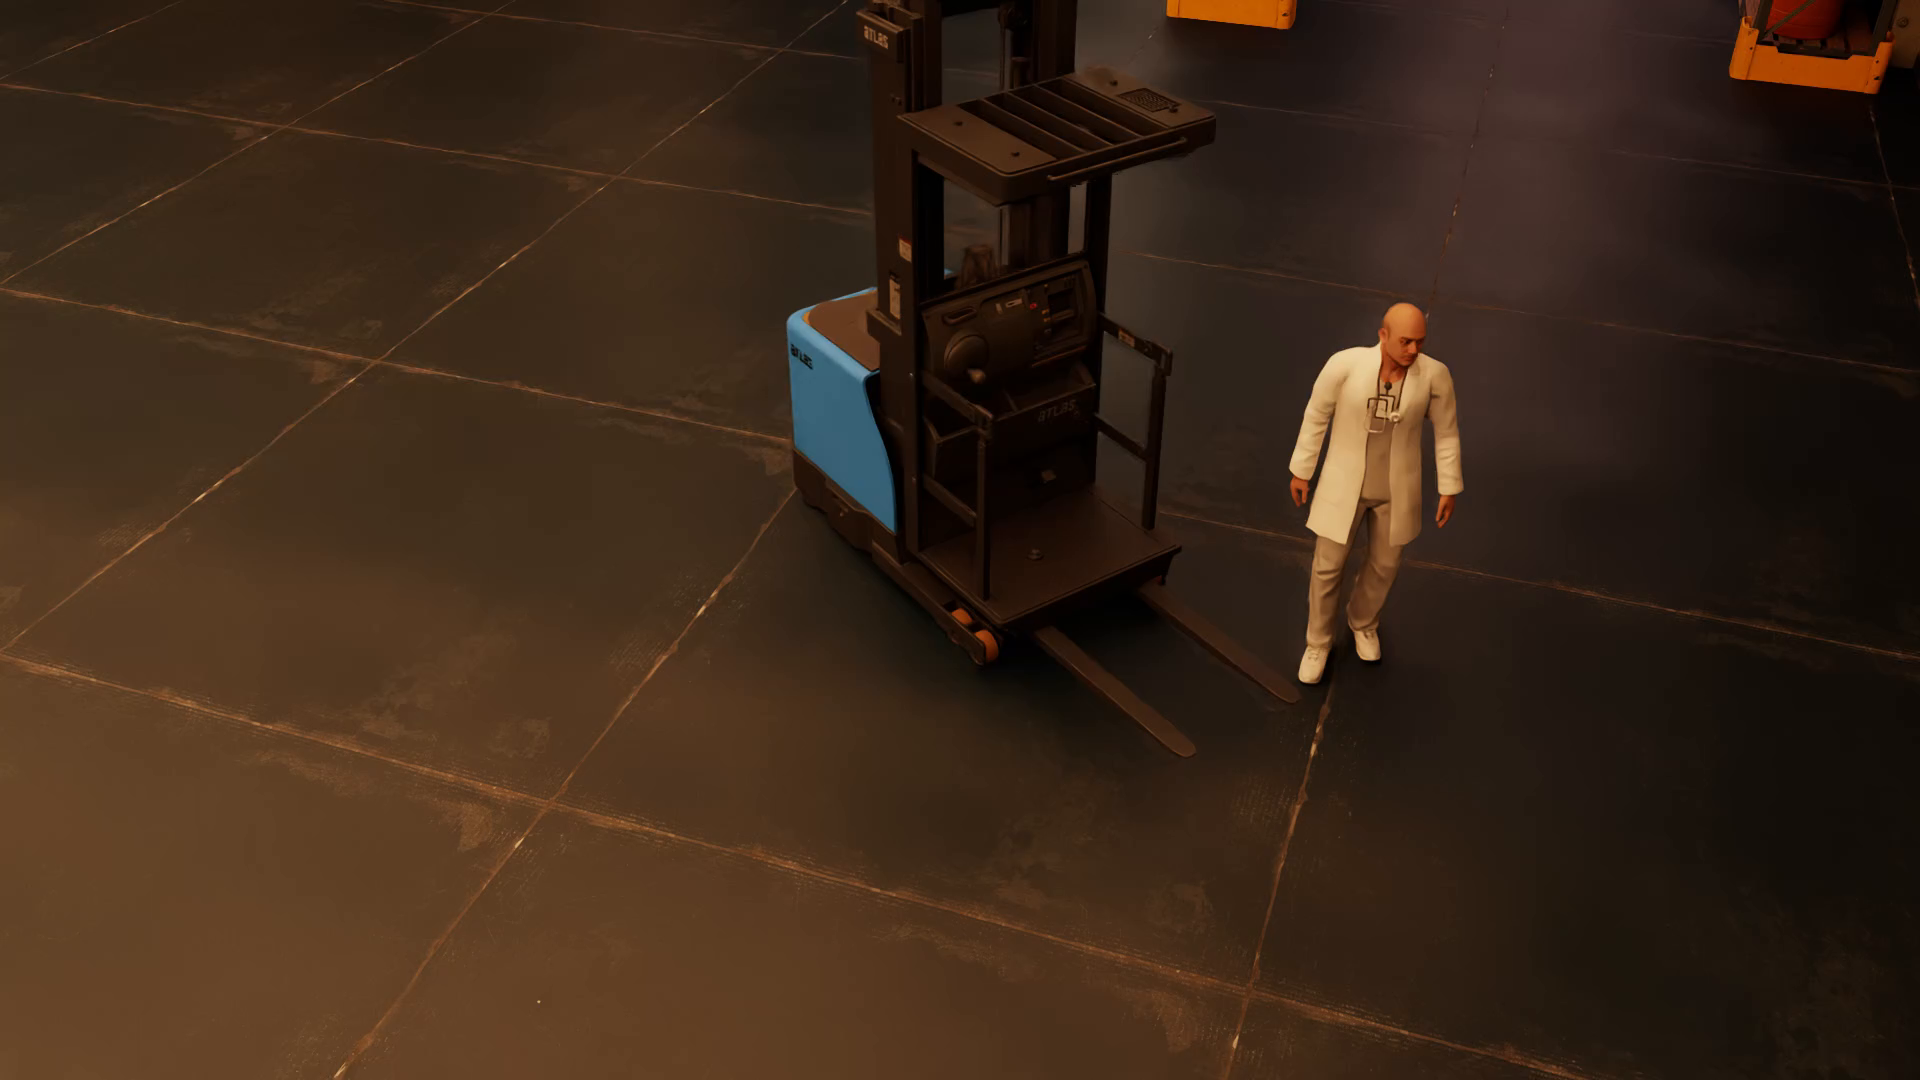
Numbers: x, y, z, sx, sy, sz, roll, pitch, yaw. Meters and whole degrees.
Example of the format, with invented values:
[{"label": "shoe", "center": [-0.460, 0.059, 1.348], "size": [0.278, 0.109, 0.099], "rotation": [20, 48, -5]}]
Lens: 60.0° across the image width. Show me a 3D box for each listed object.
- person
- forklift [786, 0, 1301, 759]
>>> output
[{"label": "person", "center": [1.844, -0.184, 7.375], "size": [0.758, 1.769, 0.572], "rotation": [4, 35, 5]}, {"label": "forklift", "center": [0.358, -0.927, 7.418], "size": [1.130, 2.935, 3.031], "rotation": [-22, 41, -28]}]
